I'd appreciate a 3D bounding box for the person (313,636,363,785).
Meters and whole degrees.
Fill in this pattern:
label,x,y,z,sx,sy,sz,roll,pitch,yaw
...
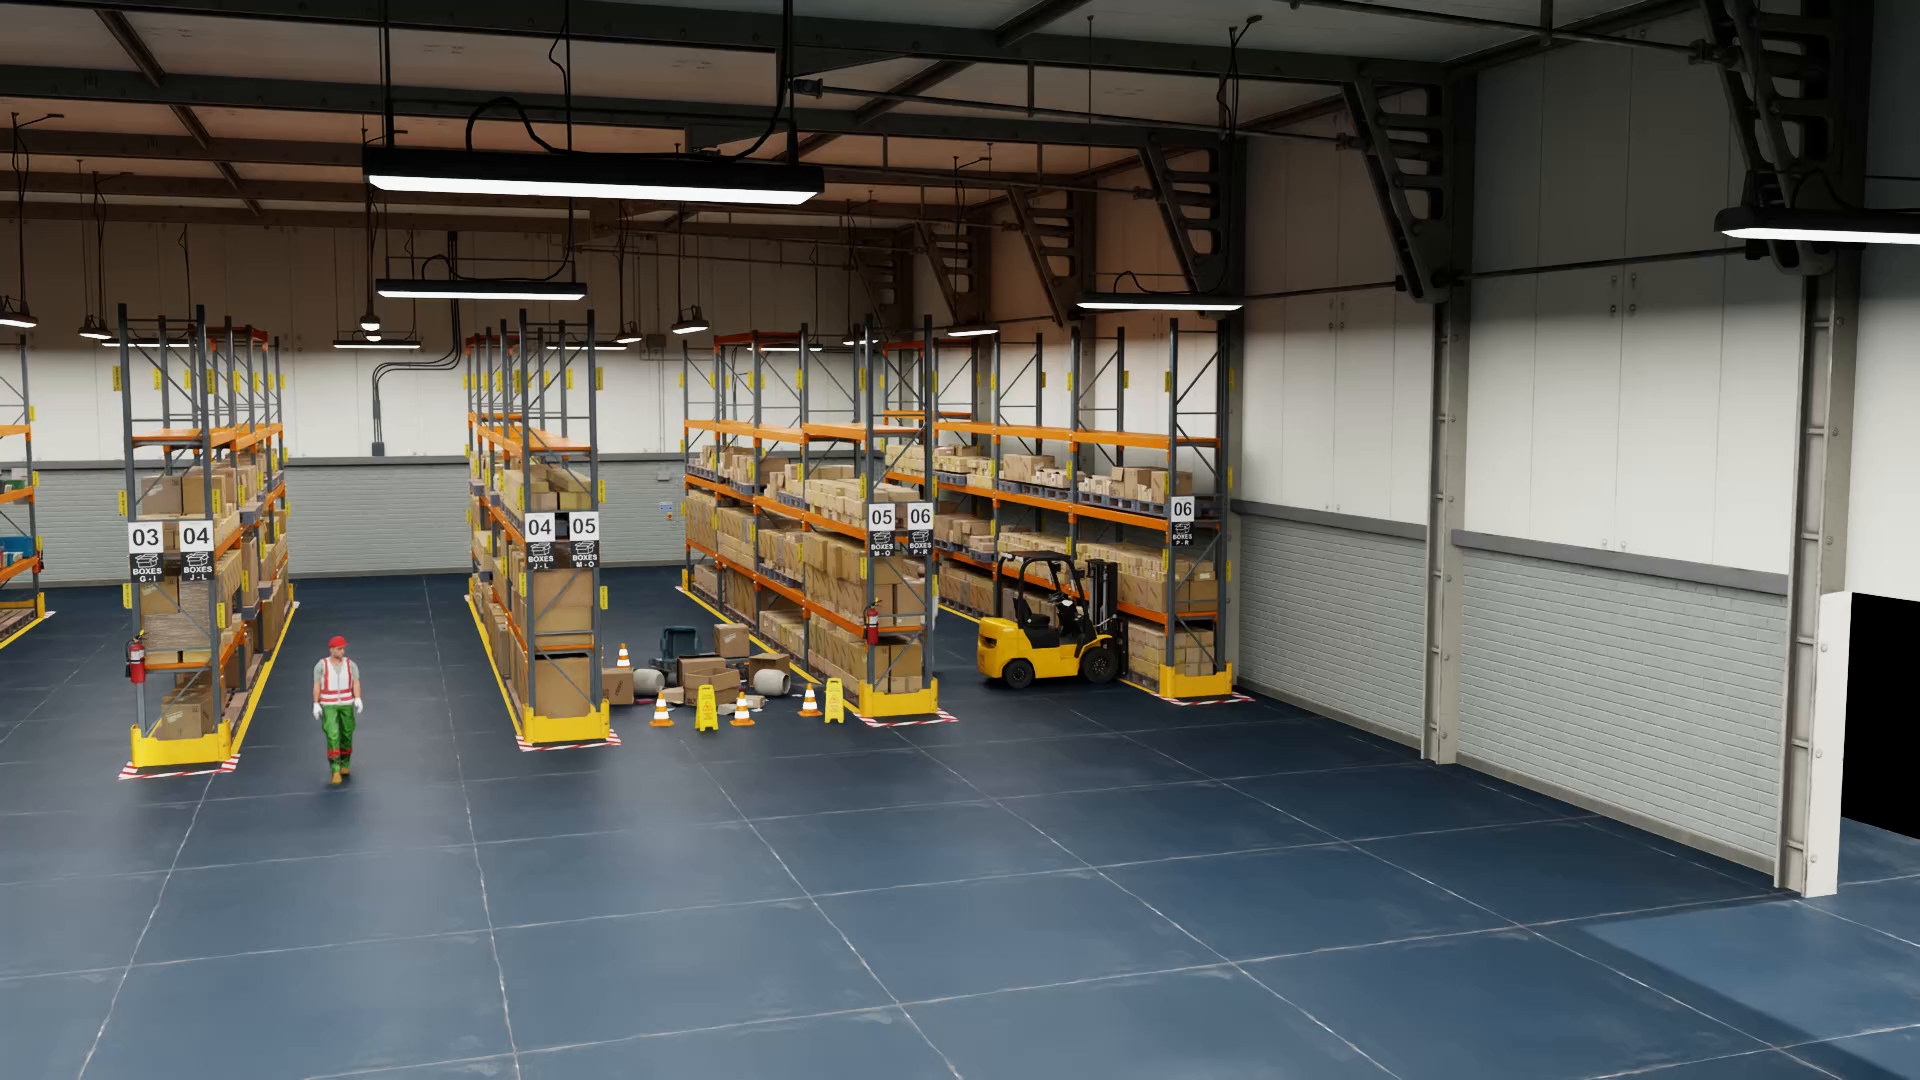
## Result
label,x,y,z,sx,sy,sz,roll,pitch,yaw
person,-7.823,2.133,20.996,0.563,1.805,0.670,-4,7,-34

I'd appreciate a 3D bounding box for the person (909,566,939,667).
label,x,y,z,sx,sy,sz,roll,pitch,yaw
person,-0.649,1.383,29.148,0.625,1.833,0.608,-2,6,-23
